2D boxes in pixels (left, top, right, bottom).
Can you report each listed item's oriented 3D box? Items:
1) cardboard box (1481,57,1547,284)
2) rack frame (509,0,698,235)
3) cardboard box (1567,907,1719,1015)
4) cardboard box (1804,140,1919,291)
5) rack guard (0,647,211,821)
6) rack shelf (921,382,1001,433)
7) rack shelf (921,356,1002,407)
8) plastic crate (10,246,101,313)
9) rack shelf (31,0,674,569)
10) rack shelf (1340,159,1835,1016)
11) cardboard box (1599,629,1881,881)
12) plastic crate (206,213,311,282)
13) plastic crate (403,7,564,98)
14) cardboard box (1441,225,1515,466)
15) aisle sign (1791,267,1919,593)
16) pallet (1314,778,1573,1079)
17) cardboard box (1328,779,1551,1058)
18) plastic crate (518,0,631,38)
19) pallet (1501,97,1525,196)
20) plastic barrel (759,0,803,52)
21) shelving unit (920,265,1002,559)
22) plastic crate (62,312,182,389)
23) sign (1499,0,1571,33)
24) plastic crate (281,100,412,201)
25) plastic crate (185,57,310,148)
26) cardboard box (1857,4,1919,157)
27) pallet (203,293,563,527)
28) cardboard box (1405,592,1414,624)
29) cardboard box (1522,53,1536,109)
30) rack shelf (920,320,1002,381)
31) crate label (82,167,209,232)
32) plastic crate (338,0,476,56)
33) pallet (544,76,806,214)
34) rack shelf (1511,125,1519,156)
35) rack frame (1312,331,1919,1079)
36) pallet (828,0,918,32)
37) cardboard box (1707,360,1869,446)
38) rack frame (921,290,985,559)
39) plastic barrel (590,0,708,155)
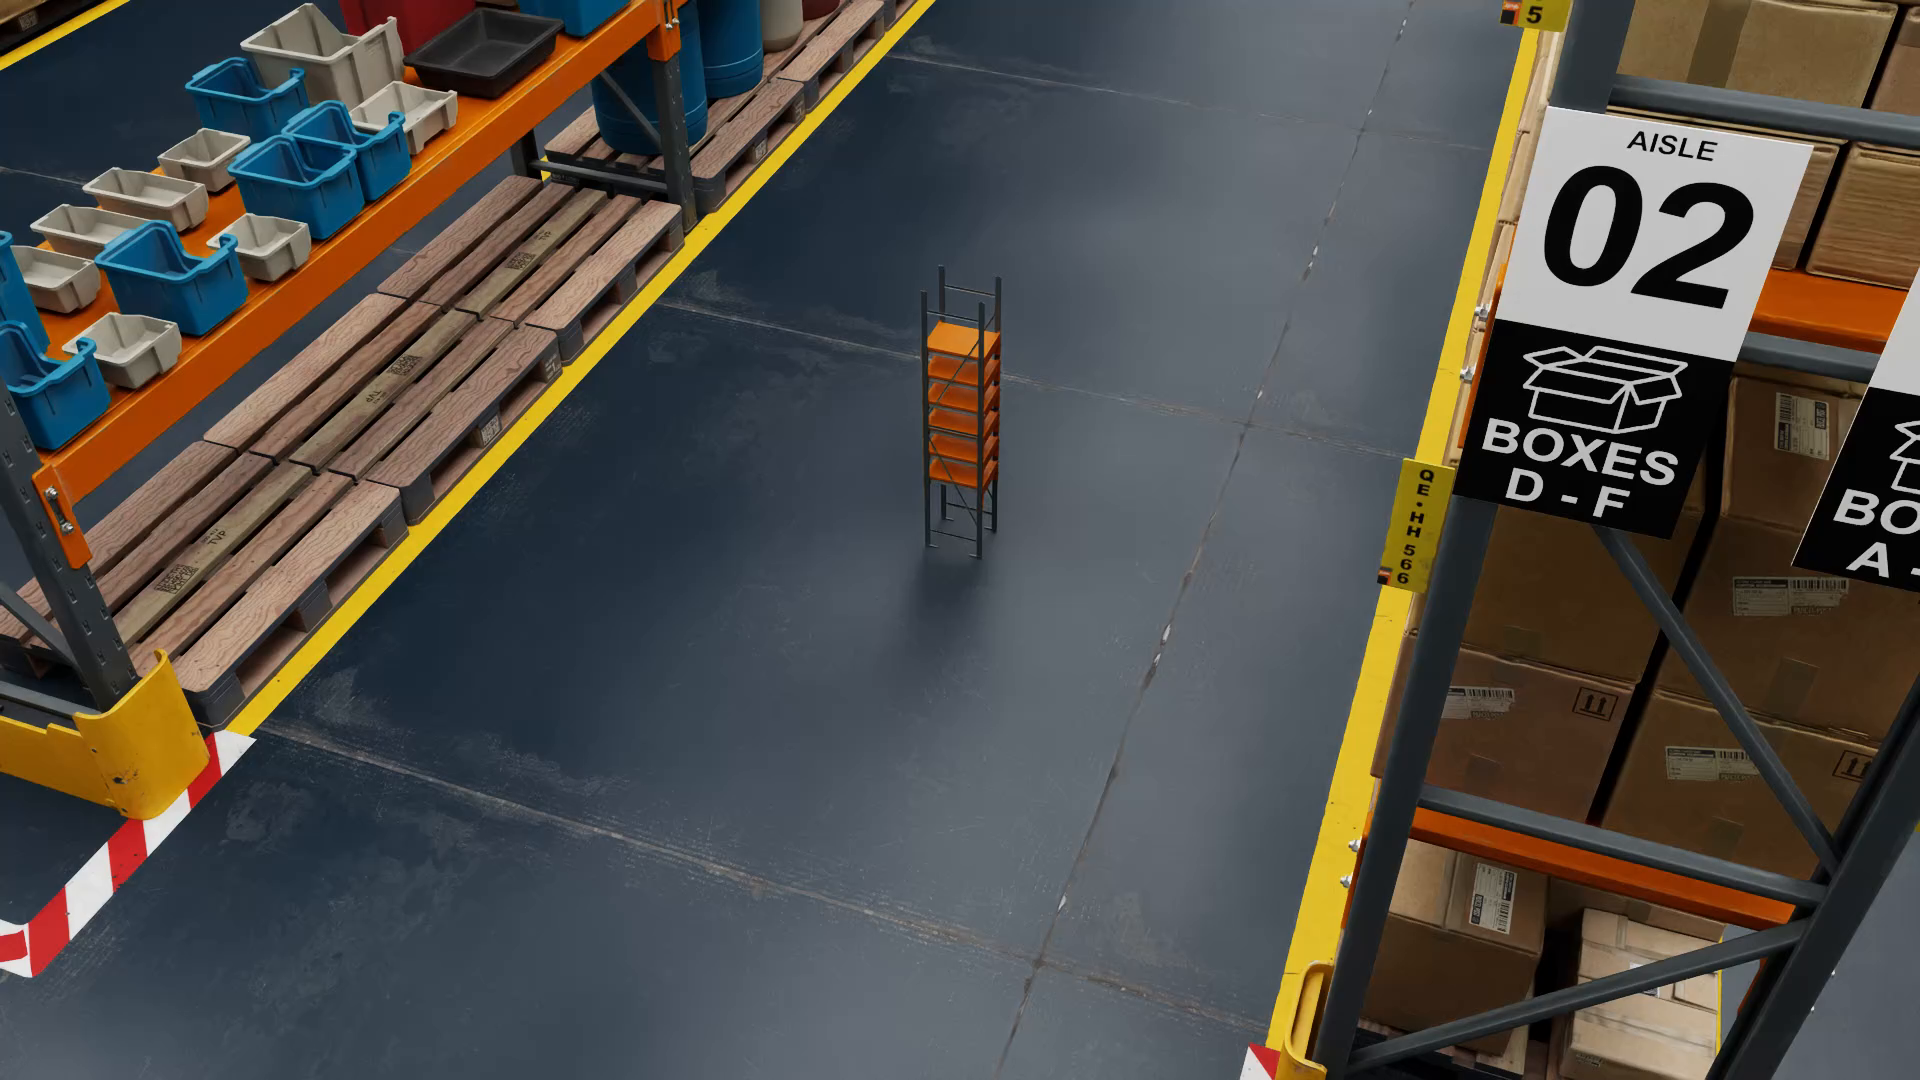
[{"bbox_3d":[1.840,-1.018,4.784,0.500,0.500,0.500,15,43,16],"label":"cardboard box"},{"bbox_3d":[-1.860,-2.869,7.802,1.000,3.000,0.127,13,42,15],"label":"rack frame"},{"bbox_3d":[1.978,1.251,4.817,0.380,0.166,0.250,13,42,15],"label":"cardboard box"},{"bbox_3d":[1.841,-0.669,3.027,0.500,0.250,0.500,13,42,15],"label":"cardboard box"},{"bbox_3d":[-3.223,0.539,5.733,1.175,0.500,0.348,13,42,15],"label":"rack guard"},{"bbox_3d":[0.005,-0.523,6.322,0.258,0.103,0.180,13,42,15],"label":"rack shelf"},{"bbox_3d":[0.005,-0.614,6.244,0.258,0.103,0.180,13,42,15],"label":"rack shelf"},{"bbox_3d":[-3.119,-0.890,5.639,0.396,0.136,0.243,13,42,15],"label":"plastic crate"},{"bbox_3d":[-2.543,-1.376,6.606,1.077,0.370,4.000,13,42,15],"label":"rack shelf"},{"bbox_3d":[2.110,-0.274,5.314,1.077,0.370,4.000,13,42,15],"label":"rack shelf"},{"bbox_3d":[1.826,0.422,3.867,0.500,0.500,0.500,14,42,16],"label":"cardboard box"},{"bbox_3d":[-2.414,-1.021,5.792,0.250,0.136,0.298,13,42,15],"label":"plastic crate"},{"bbox_3d":[-1.990,-2.045,7.002,0.437,0.125,0.590,13,42,15],"label":"plastic crate"},{"bbox_3d":[1.492,-0.387,4.045,0.500,0.500,0.500,14,43,16],"label":"cardboard box"},{"bbox_3d":[1.679,-0.210,2.682,0.394,0.787,0.004,13,42,15],"label":"aisle sign"},{"bbox_3d":[1.724,1.200,5.181,1.003,0.211,1.213,13,42,15],"label":"pallet"},{"bbox_3d":[1.381,1.069,4.773,0.500,0.500,0.500,13,42,15],"label":"cardboard box"},{"bbox_3d":[-1.699,-2.526,7.365,0.392,0.384,0.575,13,42,15],"label":"plastic crate"},{"bbox_3d":[3.452,-1.958,8.882,1.003,0.211,1.213,13,42,15],"label":"pallet"},{"bbox_3d":[-1.138,-3.167,9.744,0.421,0.512,0.421,0,40,0],"label":"plastic barrel"},{"bbox_3d":[0.005,-0.465,6.371,0.258,1.200,0.189,13,42,15],"label":"shelving unit"},{"bbox_3d":[-2.646,-0.607,5.307,0.250,0.136,0.298,13,42,15],"label":"plastic crate"},{"bbox_3d":[0.911,-0.941,2.549,0.100,0.325,0.005,13,42,15],"label":"sign"},{"bbox_3d":[-2.281,-1.452,6.224,0.416,0.233,0.300,13,42,15],"label":"plastic crate"},{"bbox_3d":[-2.766,-1.698,6.512,0.416,0.233,0.300,13,42,15],"label":"plastic crate"},{"bbox_3d":[1.846,-0.858,2.864,0.500,0.250,0.500,13,42,15],"label":"cardboard box"},{"bbox_3d":[-2.490,-0.605,7.296,1.003,0.211,1.213,13,42,15],"label":"pallet"},{"bbox_3d":[1.498,-0.017,4.382,0.500,0.500,0.500,14,42,15],"label":"cardboard box"},{"bbox_3d":[3.214,-2.265,8.680,0.500,0.500,0.500,12,42,14],"label":"cardboard box"},{"bbox_3d":[0.005,-0.705,6.166,0.258,0.103,0.180,13,42,15],"label":"rack shelf"},{"bbox_3d":[-2.934,-1.239,6.048,0.396,0.136,0.243,13,42,15],"label":"crate label"},{"bbox_3d":[-2.401,-2.428,7.189,0.402,0.464,0.583,13,42,15],"label":"plastic crate"},{"bbox_3d":[-1.556,-2.270,9.248,1.003,0.211,1.213,13,42,15],"label":"pallet"},{"bbox_3d":[3.478,-2.714,8.174,1.077,0.370,4.000,13,42,15],"label":"rack shelf"},{"bbox_3d":[1.426,0.672,3.651,1.000,3.000,0.127,13,42,15],"label":"rack frame"},{"bbox_3d":[-0.722,-3.758,10.992,1.003,0.211,1.213,13,42,15],"label":"pallet"},{"bbox_3d":[1.997,-0.279,3.919,0.500,0.500,0.500,14,42,16],"label":"cardboard box"},{"bbox_3d":[-0.026,-0.409,6.306,0.240,1.200,0.006,13,42,15],"label":"rack frame"},{"bbox_3d":[-1.657,-2.559,8.731,0.600,0.901,0.708,13,42,15],"label":"plastic barrel"}]
